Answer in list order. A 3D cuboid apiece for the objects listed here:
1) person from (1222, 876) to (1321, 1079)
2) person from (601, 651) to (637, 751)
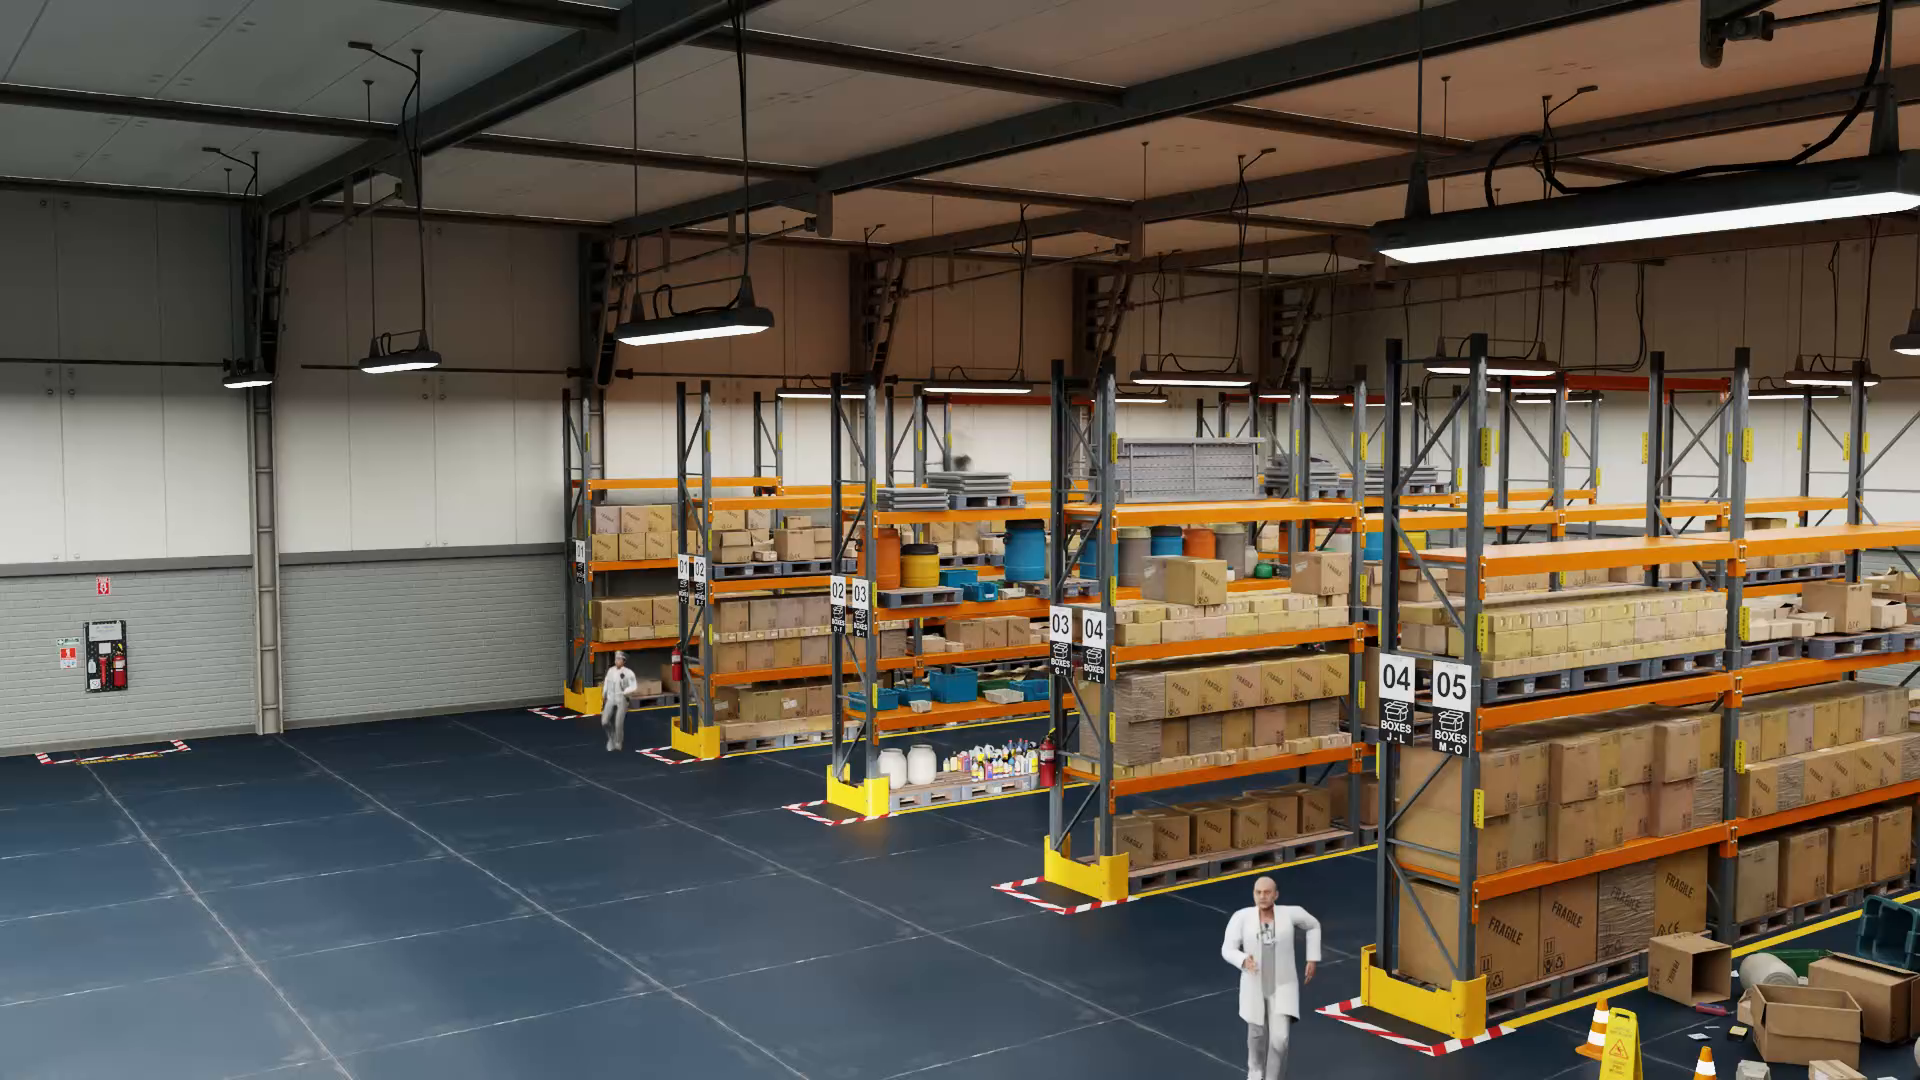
[{"bbox_3d":[2.384,3.461,12.743,0.728,1.804,0.960,1,4,16],"label":"person"},{"bbox_3d":[-5.536,2.603,26.887,0.627,1.659,0.536,1,4,16],"label":"person"}]
